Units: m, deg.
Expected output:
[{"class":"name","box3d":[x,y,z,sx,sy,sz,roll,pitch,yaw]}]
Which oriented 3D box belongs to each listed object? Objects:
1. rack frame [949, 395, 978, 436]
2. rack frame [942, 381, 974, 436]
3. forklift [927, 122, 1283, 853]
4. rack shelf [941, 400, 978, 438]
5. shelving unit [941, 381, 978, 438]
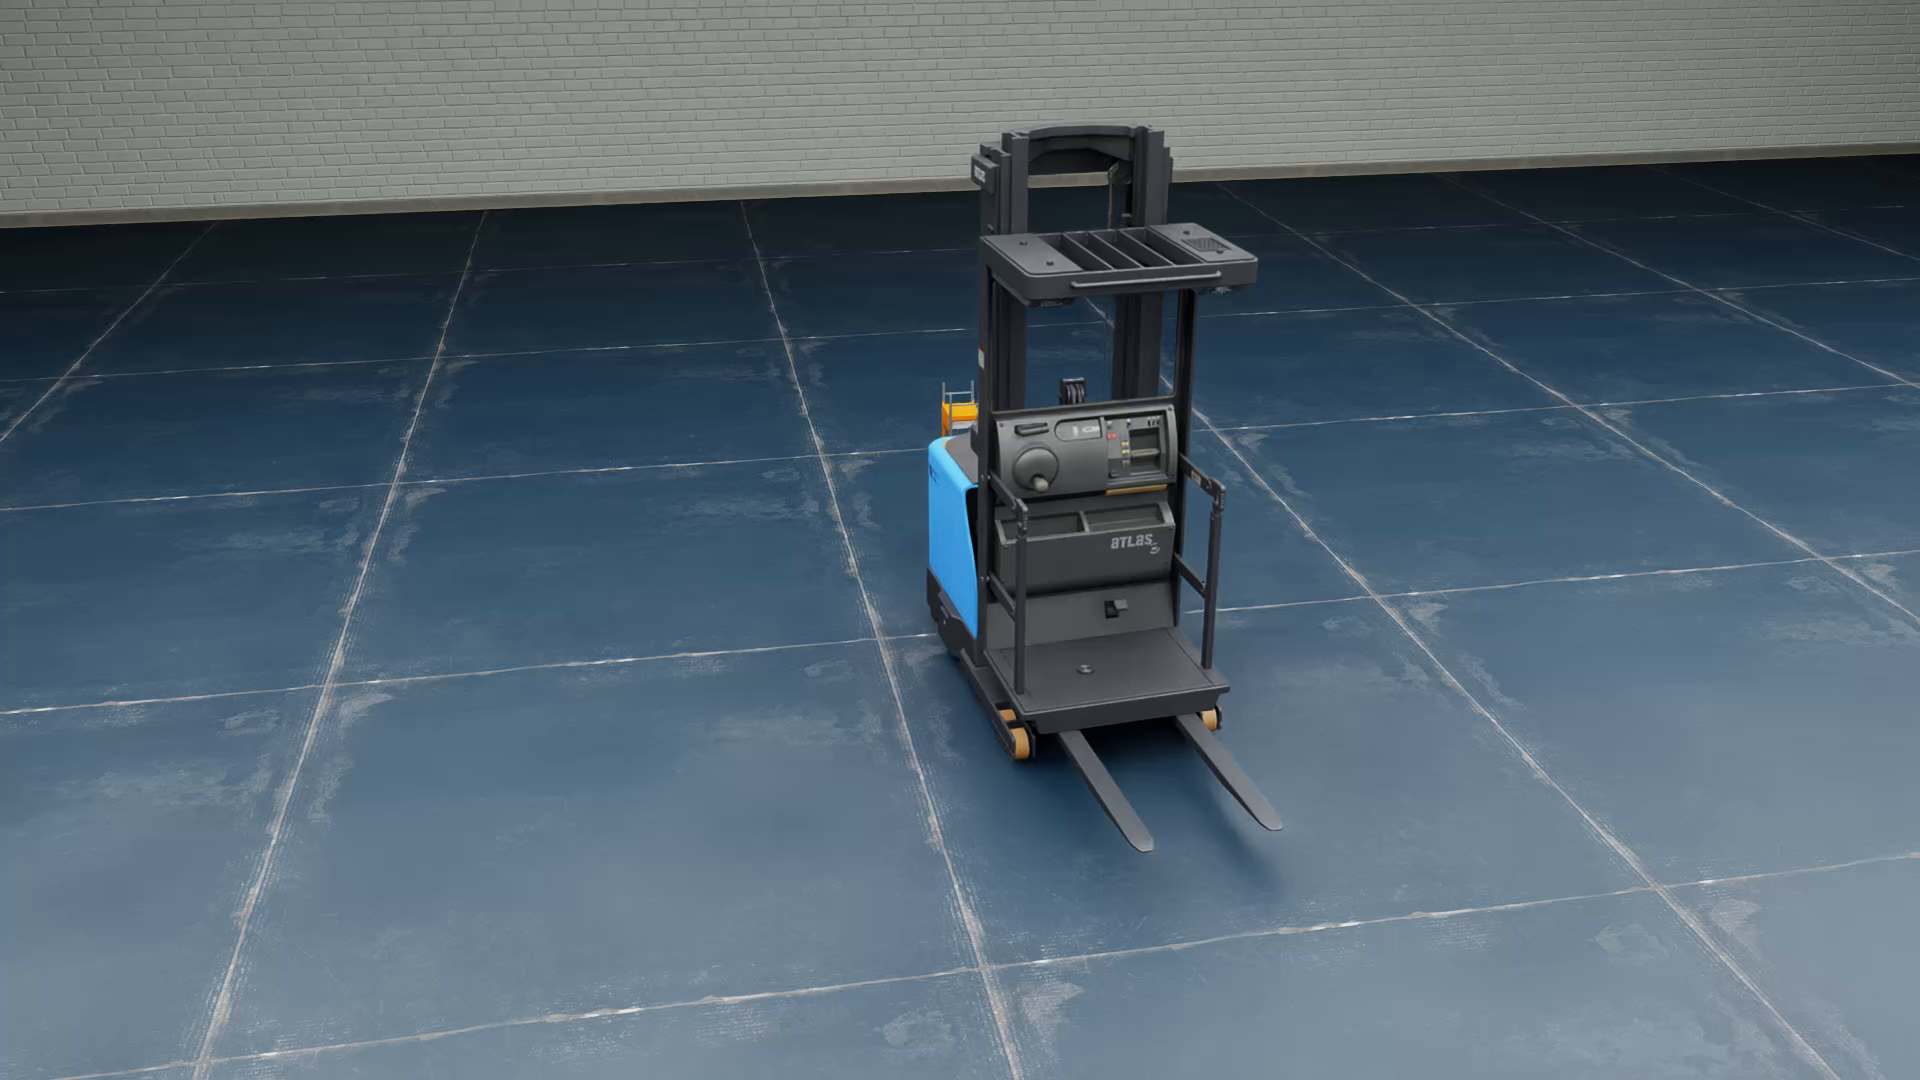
[{"class":"rack frame","box3d":[0.032,-0.412,10.382,0.200,1.050,0.008,-4,24,-10]},{"class":"rack frame","box3d":[-0.013,-0.508,10.602,0.200,1.050,0.008,-4,24,-10]},{"class":"forklift","box3d":[0.693,-0.421,8.052,1.130,2.935,3.031,-6,24,-14]},{"class":"rack shelf","box3d":[0.010,-0.710,10.382,0.215,0.259,0.240,-4,24,-10]},{"class":"shelving unit","box3d":[0.010,-0.460,10.492,0.215,1.050,0.252,-4,24,-10]}]
